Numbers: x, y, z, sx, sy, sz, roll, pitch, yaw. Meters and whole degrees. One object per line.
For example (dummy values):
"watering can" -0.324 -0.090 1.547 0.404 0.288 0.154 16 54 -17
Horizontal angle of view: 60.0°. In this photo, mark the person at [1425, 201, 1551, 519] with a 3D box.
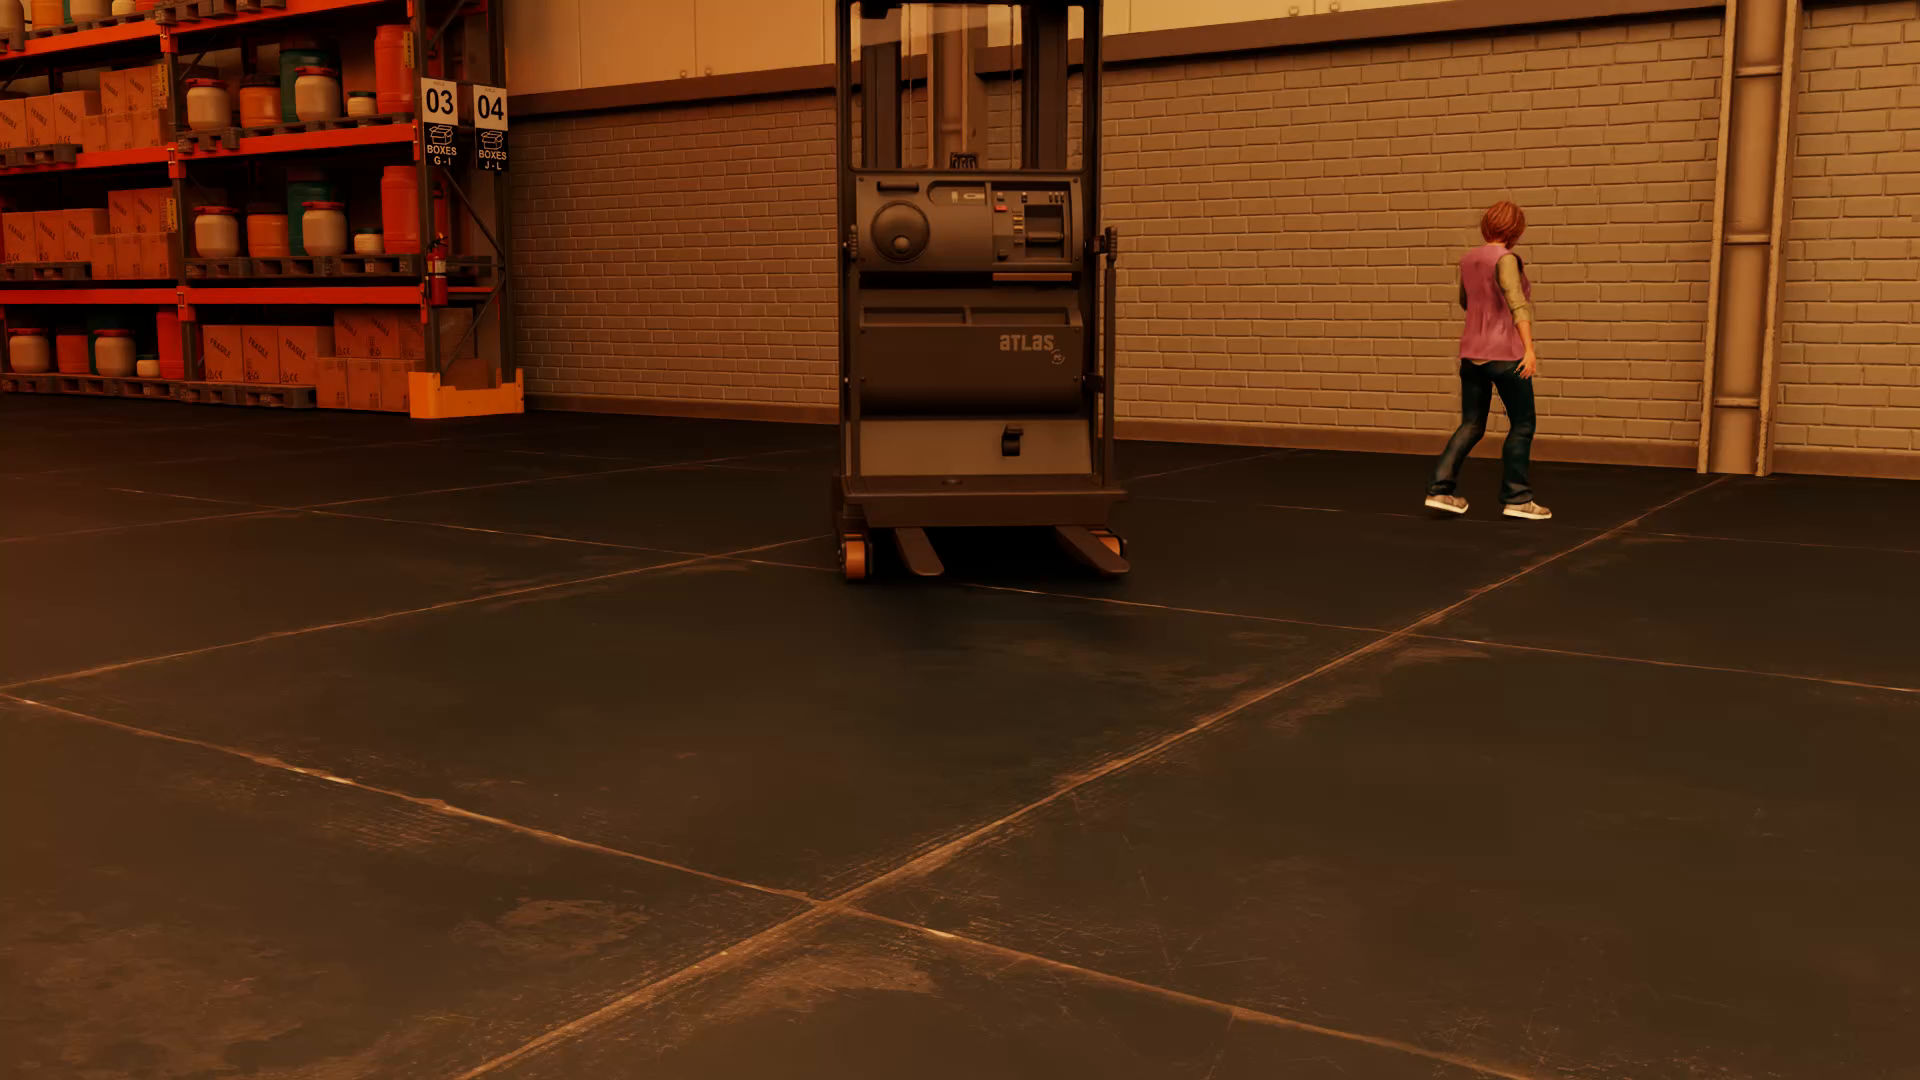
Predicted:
"person" 2.682 -0.881 8.261 0.703 1.579 0.812 -3 9 -22

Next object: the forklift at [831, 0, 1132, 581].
"forklift" 0.062 -1.338 6.599 1.130 2.935 3.031 -1 8 -5
